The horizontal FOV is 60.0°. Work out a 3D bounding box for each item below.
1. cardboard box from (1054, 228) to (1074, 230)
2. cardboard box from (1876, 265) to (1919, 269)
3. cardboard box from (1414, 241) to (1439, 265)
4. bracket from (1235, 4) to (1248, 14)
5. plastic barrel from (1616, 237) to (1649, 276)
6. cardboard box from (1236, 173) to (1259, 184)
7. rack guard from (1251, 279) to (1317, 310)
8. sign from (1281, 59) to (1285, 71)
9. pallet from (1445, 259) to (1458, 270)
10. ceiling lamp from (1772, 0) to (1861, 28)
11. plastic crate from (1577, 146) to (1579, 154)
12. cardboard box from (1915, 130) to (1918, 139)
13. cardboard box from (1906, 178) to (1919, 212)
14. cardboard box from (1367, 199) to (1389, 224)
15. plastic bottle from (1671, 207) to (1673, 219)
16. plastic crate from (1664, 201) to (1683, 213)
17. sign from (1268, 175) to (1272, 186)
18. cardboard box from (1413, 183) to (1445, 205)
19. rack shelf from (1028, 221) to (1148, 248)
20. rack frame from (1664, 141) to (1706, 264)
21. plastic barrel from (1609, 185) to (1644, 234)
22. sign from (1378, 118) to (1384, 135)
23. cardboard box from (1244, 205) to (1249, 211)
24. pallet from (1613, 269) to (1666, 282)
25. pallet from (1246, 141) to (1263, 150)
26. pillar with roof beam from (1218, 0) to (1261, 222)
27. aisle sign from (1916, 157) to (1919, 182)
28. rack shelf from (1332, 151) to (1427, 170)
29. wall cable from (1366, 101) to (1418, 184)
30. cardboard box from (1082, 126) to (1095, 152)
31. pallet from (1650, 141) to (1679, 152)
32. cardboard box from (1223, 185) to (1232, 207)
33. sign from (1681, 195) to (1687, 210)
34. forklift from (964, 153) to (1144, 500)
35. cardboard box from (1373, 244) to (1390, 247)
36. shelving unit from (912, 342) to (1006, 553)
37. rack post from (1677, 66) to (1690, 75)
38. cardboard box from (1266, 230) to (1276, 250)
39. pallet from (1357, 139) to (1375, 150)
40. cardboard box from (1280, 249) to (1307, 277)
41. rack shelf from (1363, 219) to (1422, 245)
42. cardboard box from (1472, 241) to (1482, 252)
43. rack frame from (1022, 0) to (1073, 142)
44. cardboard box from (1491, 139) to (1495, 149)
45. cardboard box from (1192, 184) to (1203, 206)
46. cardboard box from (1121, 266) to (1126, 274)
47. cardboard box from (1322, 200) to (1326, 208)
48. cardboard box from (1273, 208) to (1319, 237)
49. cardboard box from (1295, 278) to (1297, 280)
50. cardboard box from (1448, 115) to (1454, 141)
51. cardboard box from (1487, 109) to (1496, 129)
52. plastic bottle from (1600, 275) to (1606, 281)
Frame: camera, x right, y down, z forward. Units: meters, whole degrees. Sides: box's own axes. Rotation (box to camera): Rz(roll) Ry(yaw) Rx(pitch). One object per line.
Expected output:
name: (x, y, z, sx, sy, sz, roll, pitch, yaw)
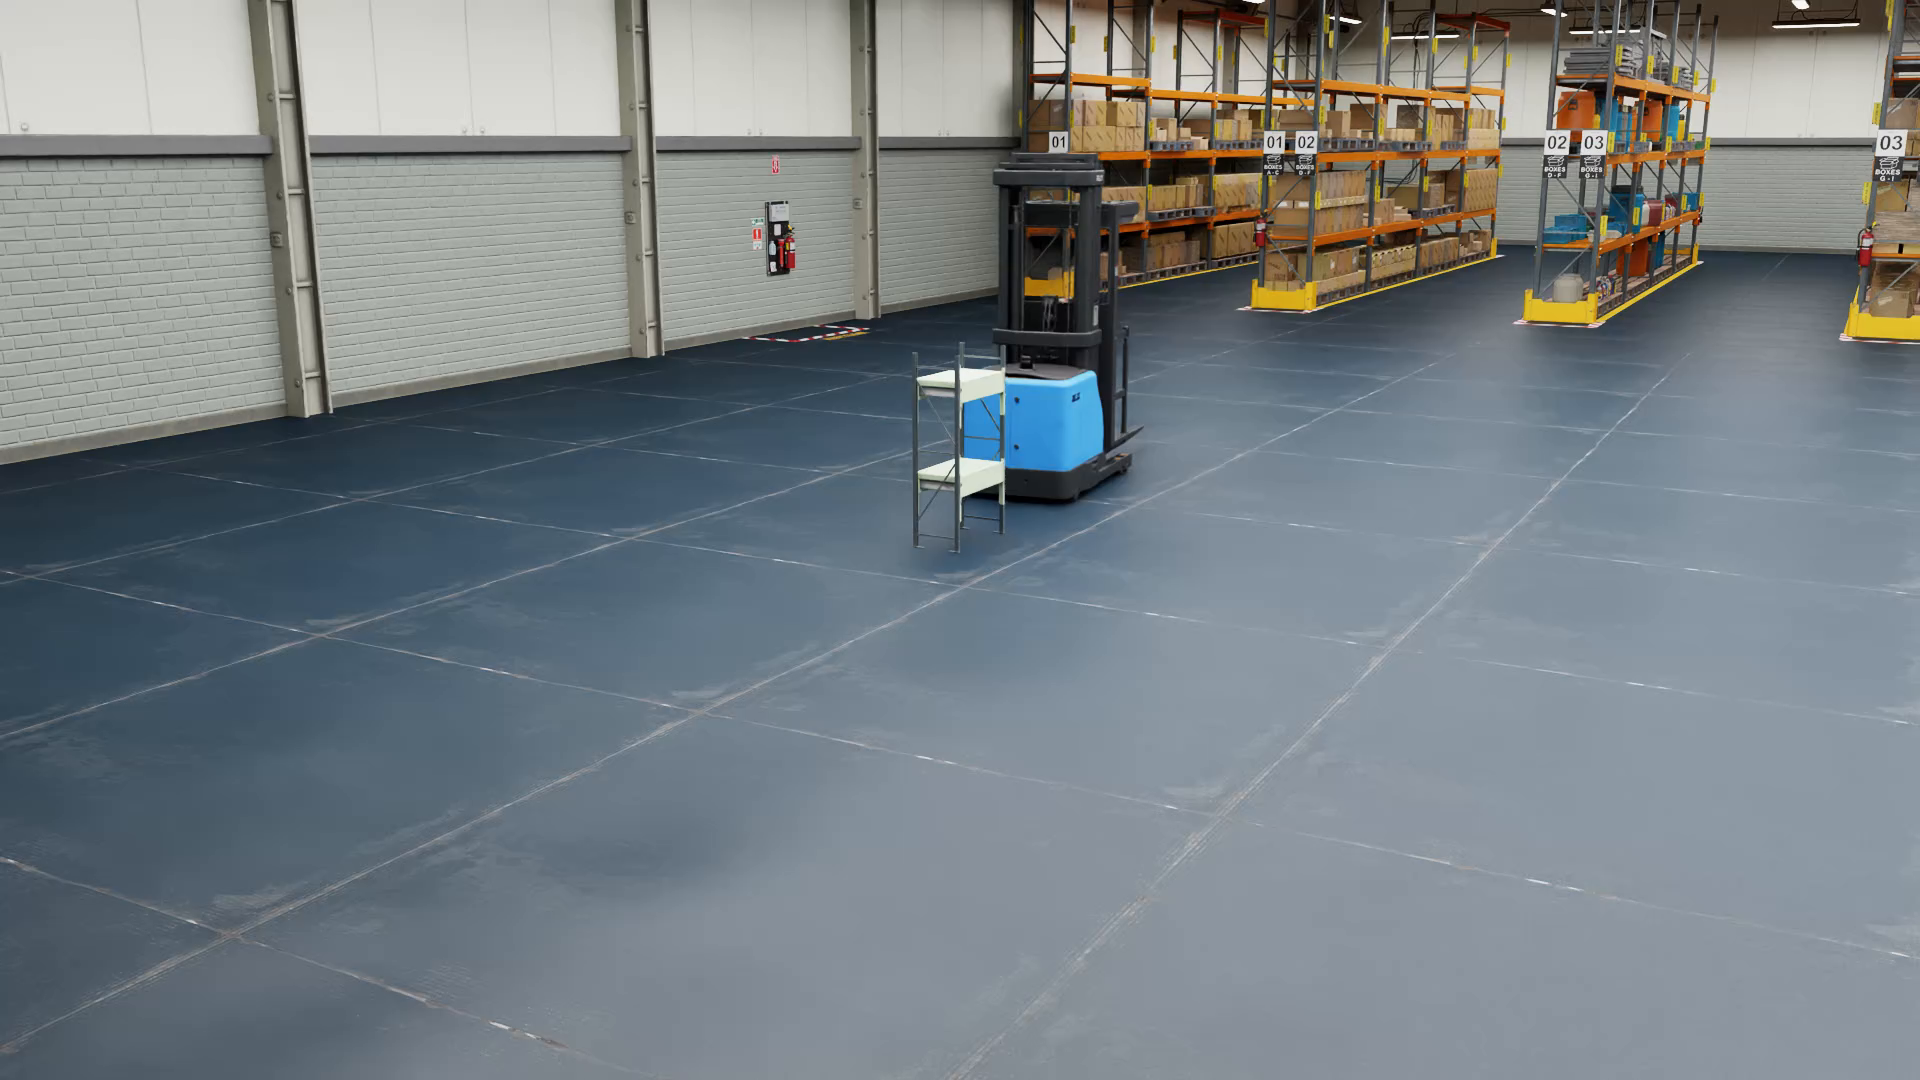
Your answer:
cardboard box: (2.206, -6.350, 33.250, 0.500, 0.250, 0.500, 7, 15, 26)
cardboard box: (17.737, -4.933, 31.491, 0.700, 0.500, 0.500, 9, 16, 33)
cardboard box: (10.863, -6.700, 38.819, 0.500, 0.500, 0.500, 7, 15, 27)
bracket: (7.185, -13.594, 42.538, 0.235, 0.232, 0.430, 7, 15, 28)
plastic barrel: (14.454, -6.119, 35.750, 0.600, 0.830, 0.708, 7, 15, 28)
cardboard box: (7.236, -9.150, 42.096, 0.500, 0.250, 0.500, 8, 16, 29)
rack guard: (6.019, -4.568, 30.916, 1.175, 0.500, 0.348, 7, 15, 28)
sign: (8.945, -13.143, 46.020, 0.100, 0.325, 0.005, 7, 15, 28)
pallet: (11.472, -6.724, 40.473, 1.003, 0.211, 1.213, 7, 15, 28)
ceiling lamp: (21.602, -14.529, 41.642, 2.000, 3.185, 0.800, 7, 15, 28)
plastic crate: (11.023, -7.102, 29.727, 0.392, 0.384, 0.575, 7, 15, 28)
cardboard box: (15.261, -6.383, 26.178, 0.380, 0.149, 0.250, 7, 15, 27)
cardboard box: (15.205, -5.427, 26.161, 0.500, 0.500, 0.500, 7, 15, 28)
cardboard box: (8.847, -7.024, 35.557, 0.500, 0.500, 0.500, 7, 15, 28)
plastic bottle: (16.082, -7.436, 37.741, 0.152, 0.276, 0.135, 7, 15, 28)
plastic crate: (17.066, -7.952, 39.745, 0.437, 0.282, 0.530, 7, 15, 28)
sign: (7.973, -9.276, 42.808, 0.100, 0.325, 0.005, 7, 15, 28)
cardboard box: (11.407, -8.431, 40.497, 0.700, 0.500, 0.500, 2, 14, 9)
rack shelf: (2.659, -6.410, 34.755, 1.077, 0.370, 4.000, 7, 15, 28)
rack frame: (18.100, -8.509, 41.929, 1.000, 3.000, 0.127, 7, 15, 28)
plastic barrel: (12.751, -6.336, 31.844, 0.600, 0.901, 0.708, 7, 15, 28)
sign: (8.451, -8.295, 33.367, 0.100, 0.325, 0.005, 7, 15, 28)
cardboard box: (7.060, -8.391, 41.933, 0.380, 0.149, 0.250, 7, 15, 28)
pallet: (15.168, -5.928, 37.172, 1.003, 0.211, 1.213, 7, 15, 28)
pallet: (7.094, -9.982, 42.048, 0.805, 0.209, 1.217, 7, 15, 26)
pillar with roof beam: (10.843, -11.481, 41.457, 9.100, 9.000, 0.548, 7, 15, 28)
aisle sign: (14.934, -5.882, 25.487, 0.394, 0.787, 0.004, 7, 15, 28)
rack shelf: (8.931, -8.128, 35.483, 1.077, 0.370, 4.000, 7, 15, 28)
wall cable: (12.474, -12.158, 50.891, 3.097, 2.526, 0.112, 7, 15, 28)
cardboard box: (2.364, -8.012, 33.210, 0.500, 0.500, 0.500, 9, 16, 32)
pallet: (14.688, -8.380, 35.396, 1.003, 0.211, 1.213, 7, 15, 28)
cardboard box: (6.280, -8.370, 40.462, 0.500, 0.500, 0.500, 8, 16, 30)
sign: (16.647, -7.760, 38.232, 0.100, 0.325, 0.005, 7, 15, 28)
forklift: (0.988, -2.069, 15.363, 1.130, 2.935, 3.031, 5, 15, 21)
cardboard box: (9.388, -6.496, 37.352, 0.500, 0.311, 0.500, 8, 16, 30)
shelving unit: (-0.003, -0.728, 12.852, 0.431, 1.500, 0.755, 7, 15, 28)
rack post: (15.732, -10.399, 37.128, 0.937, 0.300, 0.954, 7, 15, 27)
cardboard box: (7.945, -7.942, 44.013, 0.700, 0.500, 0.500, 8, 16, 29)
pallet: (7.575, -7.846, 32.969, 1.003, 0.211, 1.213, 7, 15, 28)
cardboard box: (6.500, -5.371, 32.283, 0.500, 0.500, 0.500, 7, 15, 28)
rack shelf: (8.931, -6.670, 35.834, 1.077, 0.370, 4.000, 7, 15, 28)
cardboard box: (13.233, -7.617, 43.158, 0.500, 0.250, 0.500, 7, 15, 28)
rack frame: (1.693, -9.265, 32.266, 1.000, 3.000, 0.127, 7, 15, 28)
cardboard box: (13.497, -10.220, 42.945, 0.500, 0.250, 0.500, 7, 15, 28)
cardboard box: (5.342, -8.155, 39.309, 0.700, 0.500, 0.500, 5, 15, 21)
cardboard box: (3.394, -5.893, 36.184, 0.380, 0.166, 0.250, 5, 15, 21)
cardboard box: (6.656, -6.314, 31.226, 0.380, 0.149, 0.250, 7, 15, 28)
cardboard box: (6.268, -5.931, 31.023, 0.700, 0.500, 0.500, 7, 15, 28)
cardboard box: (6.263, -4.903, 31.943, 0.500, 0.250, 0.500, 7, 15, 28)
cardboard box: (11.524, -9.915, 40.038, 0.600, 0.600, 0.600, 6, 15, 23)
cardboard box: (13.532, -10.957, 43.335, 0.700, 0.500, 0.500, 7, 15, 28)
plastic bottle: (12.114, -4.825, 31.360, 0.144, 0.351, 0.185, 7, 15, 28)
